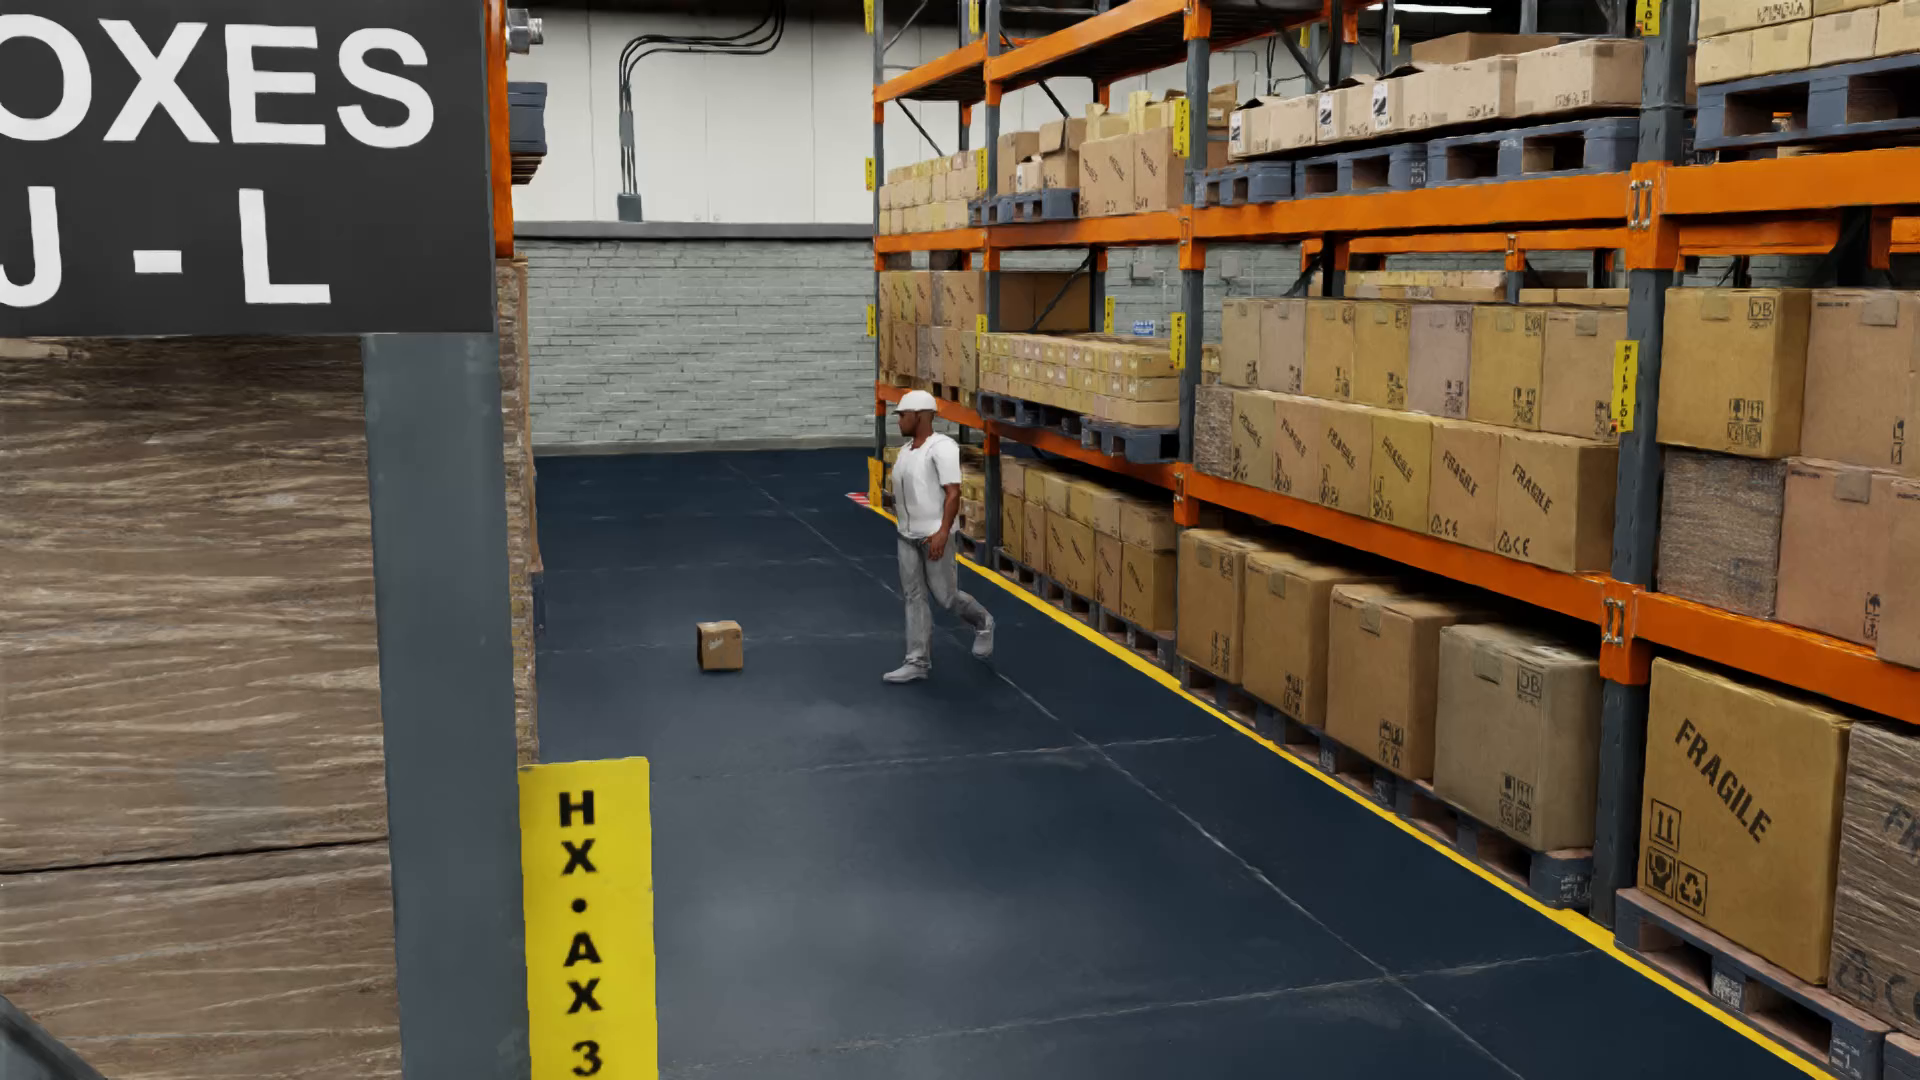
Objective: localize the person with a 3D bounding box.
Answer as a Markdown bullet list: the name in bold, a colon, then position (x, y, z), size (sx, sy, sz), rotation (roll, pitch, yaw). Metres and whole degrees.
- **person**: position (-0.177, -0.043, 10.171), size (0.870, 1.731, 0.609), rotation (-7, 12, -38)
